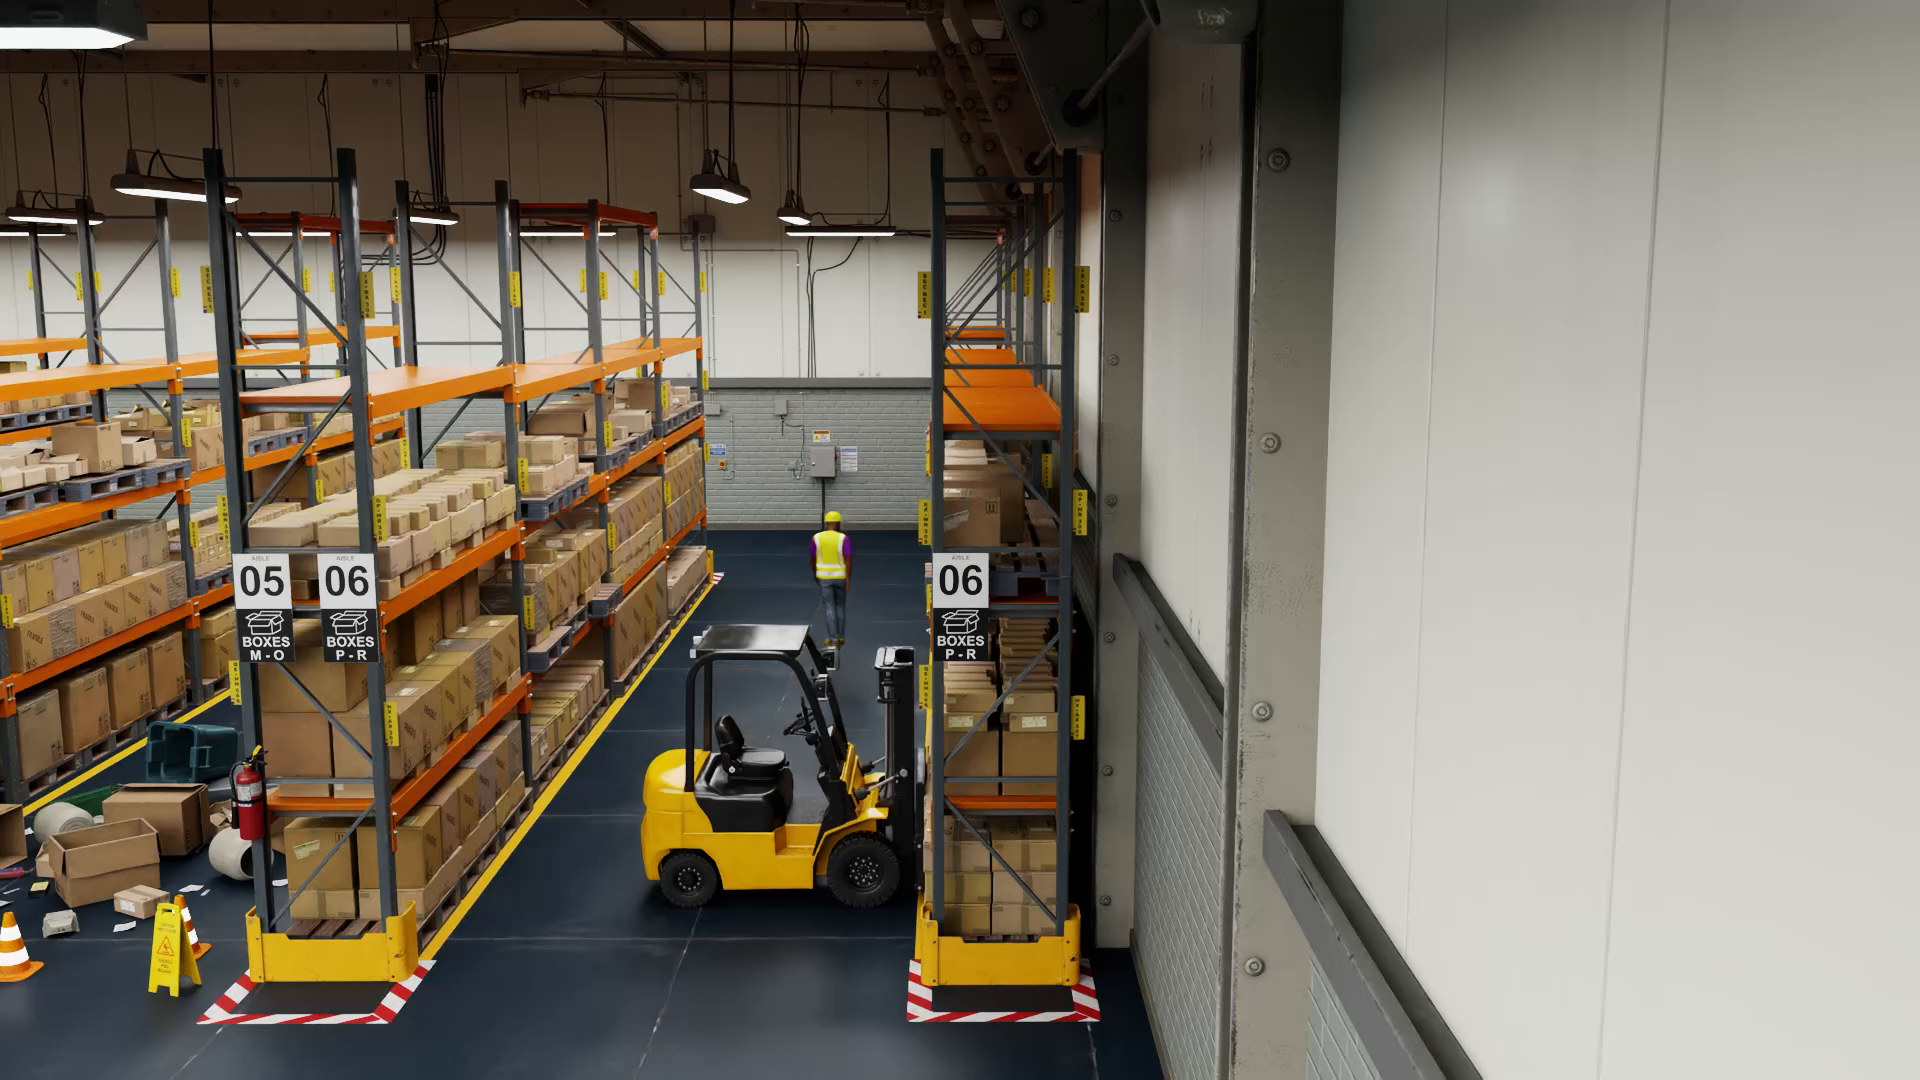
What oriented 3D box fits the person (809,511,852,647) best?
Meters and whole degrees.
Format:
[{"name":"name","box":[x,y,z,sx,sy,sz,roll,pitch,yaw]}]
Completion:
[{"name":"person","box":[-1.703,0.550,21.789,0.503,1.866,0.614,-3,10,-18]}]
